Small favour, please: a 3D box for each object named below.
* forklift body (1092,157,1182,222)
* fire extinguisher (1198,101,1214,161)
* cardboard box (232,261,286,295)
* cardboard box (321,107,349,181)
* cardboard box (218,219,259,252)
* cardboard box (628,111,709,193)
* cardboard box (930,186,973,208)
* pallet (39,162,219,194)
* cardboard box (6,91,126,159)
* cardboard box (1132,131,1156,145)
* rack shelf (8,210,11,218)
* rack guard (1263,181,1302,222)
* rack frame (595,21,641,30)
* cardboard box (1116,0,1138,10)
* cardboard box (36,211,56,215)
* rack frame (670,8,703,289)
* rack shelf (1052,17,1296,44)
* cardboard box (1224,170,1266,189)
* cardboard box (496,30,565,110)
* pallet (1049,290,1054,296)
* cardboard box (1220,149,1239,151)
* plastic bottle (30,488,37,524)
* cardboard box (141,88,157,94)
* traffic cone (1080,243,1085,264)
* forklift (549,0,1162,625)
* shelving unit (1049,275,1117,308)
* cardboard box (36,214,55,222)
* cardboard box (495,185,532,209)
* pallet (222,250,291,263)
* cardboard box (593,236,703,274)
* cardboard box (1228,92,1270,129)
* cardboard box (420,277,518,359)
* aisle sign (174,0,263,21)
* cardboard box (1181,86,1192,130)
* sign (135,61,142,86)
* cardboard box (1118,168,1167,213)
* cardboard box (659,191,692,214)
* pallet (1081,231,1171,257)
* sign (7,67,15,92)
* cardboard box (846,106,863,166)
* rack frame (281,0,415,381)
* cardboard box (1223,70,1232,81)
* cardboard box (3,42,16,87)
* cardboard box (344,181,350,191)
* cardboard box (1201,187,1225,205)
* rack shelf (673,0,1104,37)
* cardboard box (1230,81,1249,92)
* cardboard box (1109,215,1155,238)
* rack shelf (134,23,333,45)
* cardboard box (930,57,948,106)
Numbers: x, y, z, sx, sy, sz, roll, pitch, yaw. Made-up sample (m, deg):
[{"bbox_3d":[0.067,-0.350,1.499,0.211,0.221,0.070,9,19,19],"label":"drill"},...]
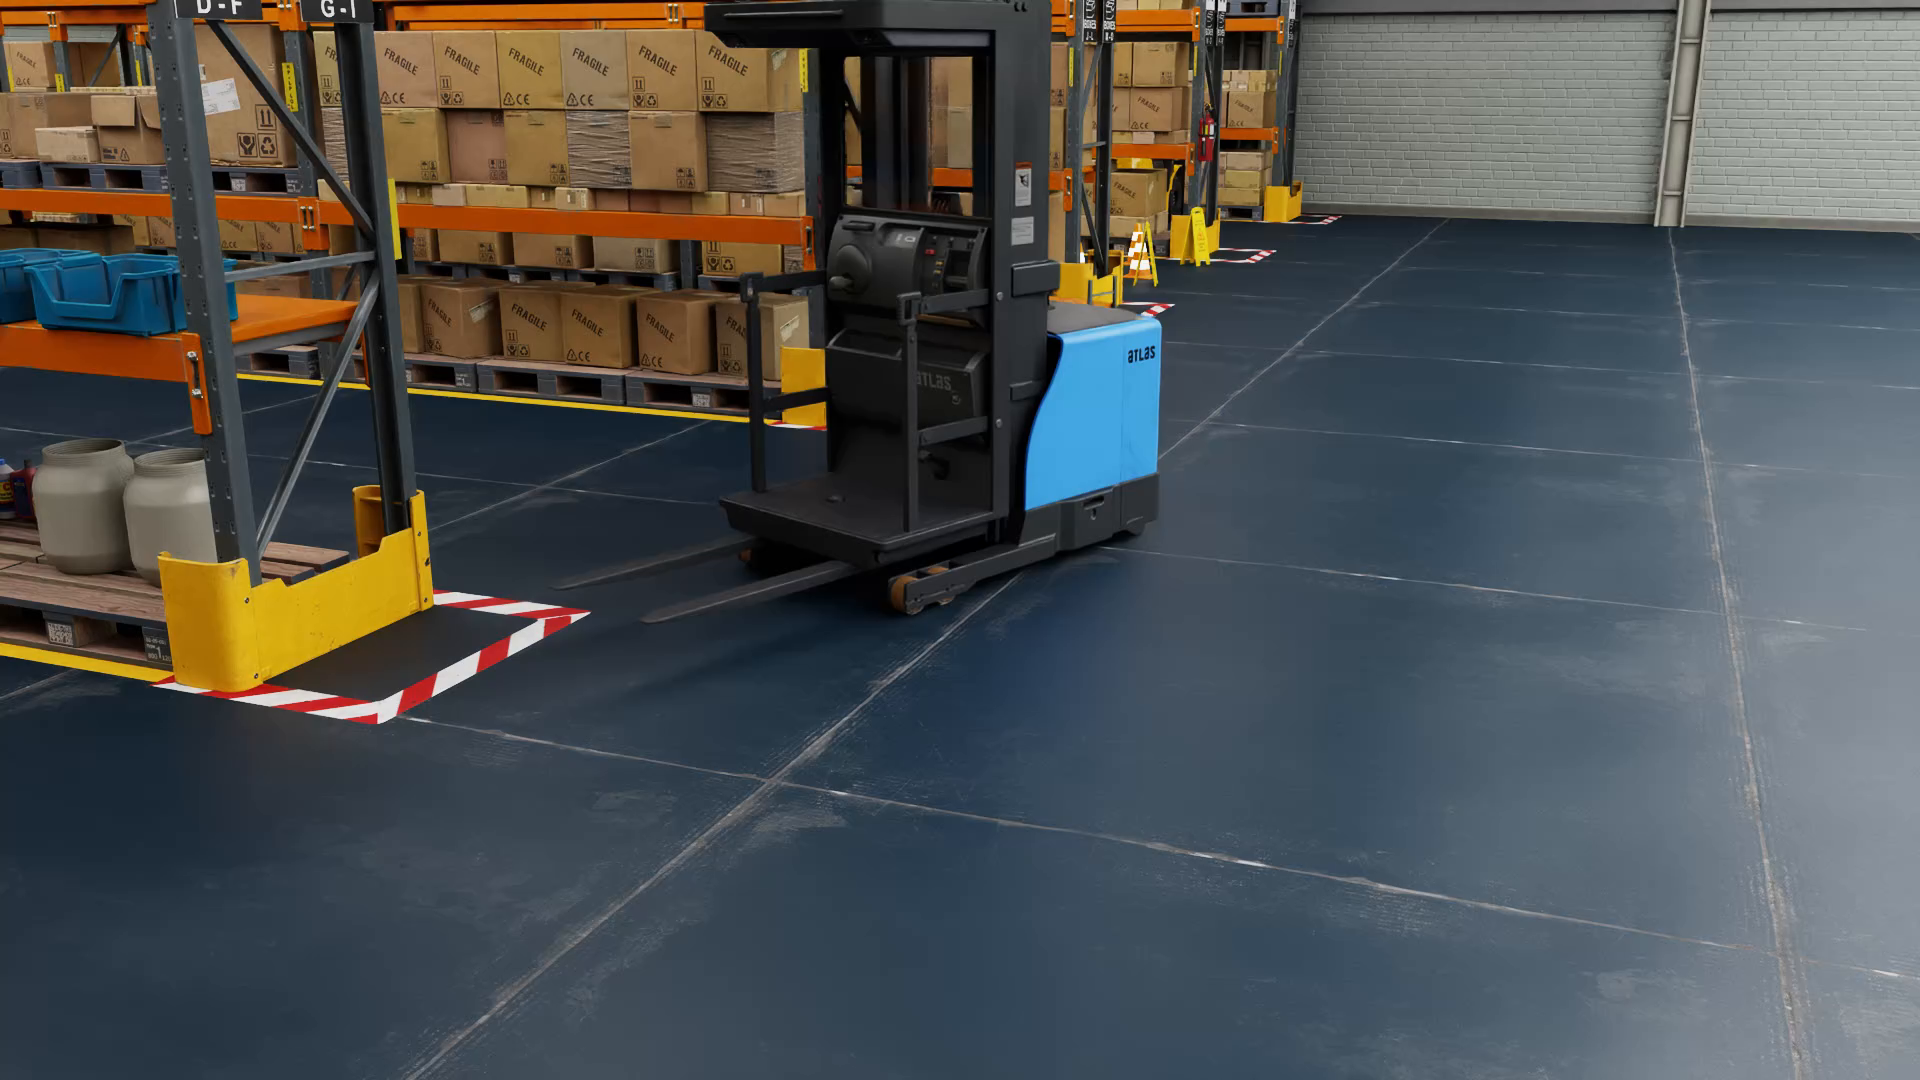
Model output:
[{"bbox_3d":[2.292,-5.494,23.240,1.214,2.155,2.313,6,17,21],"label":"forklift body"},{"bbox_3d":[2.845,-4.724,19.206,0.183,0.674,0.296,6,17,21],"label":"fire extinguisher"},{"bbox_3d":[-5.450,-1.865,12.911,0.500,0.500,0.700,6,17,20],"label":"cardboard box"},{"bbox_3d":[-4.054,-2.861,11.934,0.500,0.500,0.875,6,17,21],"label":"cardboard box"},{"bbox_3d":[-7.945,-3.522,18.655,0.500,0.500,0.500,5,17,18],"label":"cardboard box"},{"bbox_3d":[-1.740,-2.597,11.026,0.500,0.500,0.875,6,17,21],"label":"cardboard box"},{"bbox_3d":[-0.289,-2.922,15.915,0.875,0.875,0.875,6,17,20],"label":"cardboard box"},{"bbox_3d":[-6.314,-2.857,12.979,1.213,0.211,1.003,6,17,21],"label":"pallet"},{"bbox_3d":[-7.098,-3.315,13.278,0.500,0.500,0.700,9,19,29],"label":"cardboard box"},{"bbox_3d":[2.205,-4.752,19.613,0.250,0.149,0.380,6,17,20],"label":"cardboard box"},{"bbox_3d":[-10.031,-3.000,14.418,4.000,0.370,1.077,6,17,21],"label":"rack shelf"},{"bbox_3d":[4.747,-4.978,24.423,0.348,0.500,1.175,6,17,21],"label":"rack guard"},{"bbox_3d":[-4.535,-5.711,22.466,0.127,3.000,1.000,6,17,21],"label":"rack frame"},{"bbox_3d":[1.994,-6.230,19.322,0.250,0.149,0.380,7,18,22],"label":"cardboard box"},{"bbox_3d":[-10.657,-3.929,19.621,0.250,0.149,0.380,7,17,21],"label":"cardboard box"},{"bbox_3d":[-2.536,-4.008,16.599,0.127,3.000,1.000,6,17,21],"label":"rack frame"},{"bbox_3d":[2.865,-7.480,24.470,4.000,0.370,1.077,6,17,21],"label":"rack shelf"},{"bbox_3d":[4.158,-5.271,24.230,0.500,0.250,0.500,6,17,20],"label":"cardboard box"},{"bbox_3d":[-2.725,-3.141,11.105,0.500,0.500,0.500,6,17,21],"label":"cardboard box"},{"bbox_3d":[0.413,-2.321,15.790,1.213,0.211,1.003,6,17,21],"label":"pallet"},{"bbox_3d":[3.881,-5.690,24.780,0.500,0.250,0.500,6,17,21],"label":"cardboard box"},{"bbox_3d":[-4.215,-0.182,7.652,0.097,0.201,0.097,0,16,0],"label":"plastic bottle"},{"bbox_3d":[-8.812,-4.927,18.396,0.250,0.149,0.380,6,17,20],"label":"cardboard box"},{"bbox_3d":[1.212,-2.803,16.999,0.334,0.463,0.336,6,17,21],"label":"traffic cone"},{"bbox_3d":[-0.385,-1.249,7.218,1.130,2.935,3.031,15,22,41],"label":"forklift"},{"bbox_3d":[0.540,-0.805,8.795,0.503,1.200,0.258,13,21,38],"label":"shelving unit"},{"bbox_3d":[-10.644,-3.776,19.626,0.250,0.149,0.380,5,17,18],"label":"cardboard box"},{"bbox_3d":[-2.960,-2.361,11.377,0.250,0.149,0.380,6,17,21],"label":"cardboard box"},{"bbox_3d":[-8.114,-3.283,19.105,1.213,0.211,1.003,6,17,21],"label":"pallet"},{"bbox_3d":[-3.146,-3.169,16.992,0.750,0.750,1.050,6,17,20],"label":"cardboard box"},{"bbox_3d":[4.171,-6.211,24.008,0.500,0.500,0.500,6,17,19],"label":"cardboard box"},{"bbox_3d":[-3.557,-1.625,12.122,0.500,0.500,0.500,13,21,38],"label":"cardboard box"},{"bbox_3d":[-2.588,-2.202,5.716,0.004,0.787,0.394,6,17,21],"label":"aisle sign"},{"bbox_3d":[2.568,-5.204,20.006,0.500,0.500,0.500,6,17,20],"label":"cardboard box"},{"bbox_3d":[-9.778,-5.527,19.753,0.005,0.325,0.100,6,17,21],"label":"sign"},{"bbox_3d":[2.236,-4.291,20.407,0.500,0.500,0.500,6,17,19],"label":"cardboard box"},{"bbox_3d":[-1.780,-2.245,10.978,0.250,0.149,0.380,6,17,21],"label":"cardboard box"},{"bbox_3d":[2.094,-3.654,20.381,1.213,0.211,1.003,6,17,21],"label":"pallet"},{"bbox_3d":[-7.981,-3.801,13.951,0.005,0.325,0.100,6,17,21],"label":"sign"},{"bbox_3d":[-0.679,-3.881,15.892,0.500,0.550,0.875,6,17,21],"label":"cardboard box"},{"bbox_3d":[-4.450,-2.732,12.203,0.127,3.000,1.000,6,17,21],"label":"rack frame"},{"bbox_3d":[3.820,-6.702,24.002,0.250,0.149,0.380,7,17,22],"label":"cardboard box"},{"bbox_3d":[-10.997,-5.527,19.324,0.500,0.500,0.500,6,17,19],"label":"cardboard box"},{"bbox_3d":[-4.132,-2.482,11.794,0.250,0.149,0.380,6,17,21],"label":"cardboard box"},{"bbox_3d":[3.713,-5.081,24.475,0.500,0.250,0.500,6,17,21],"label":"cardboard box"},{"bbox_3d":[-0.675,-4.898,15.576,4.000,0.370,1.077,6,17,21],"label":"rack shelf"},{"bbox_3d":[4.051,-6.521,23.914,0.250,0.149,0.380,7,17,22],"label":"cardboard box"},{"bbox_3d":[2.034,-3.789,20.025,0.500,0.250,0.500,6,17,20],"label":"cardboard box"},{"bbox_3d":[-10.116,-7.420,24.262,4.000,0.370,1.077,6,17,21],"label":"rack shelf"},{"bbox_3d":[-0.162,-4.362,15.613,0.550,0.550,0.875,6,17,21],"label":"cardboard box"}]
